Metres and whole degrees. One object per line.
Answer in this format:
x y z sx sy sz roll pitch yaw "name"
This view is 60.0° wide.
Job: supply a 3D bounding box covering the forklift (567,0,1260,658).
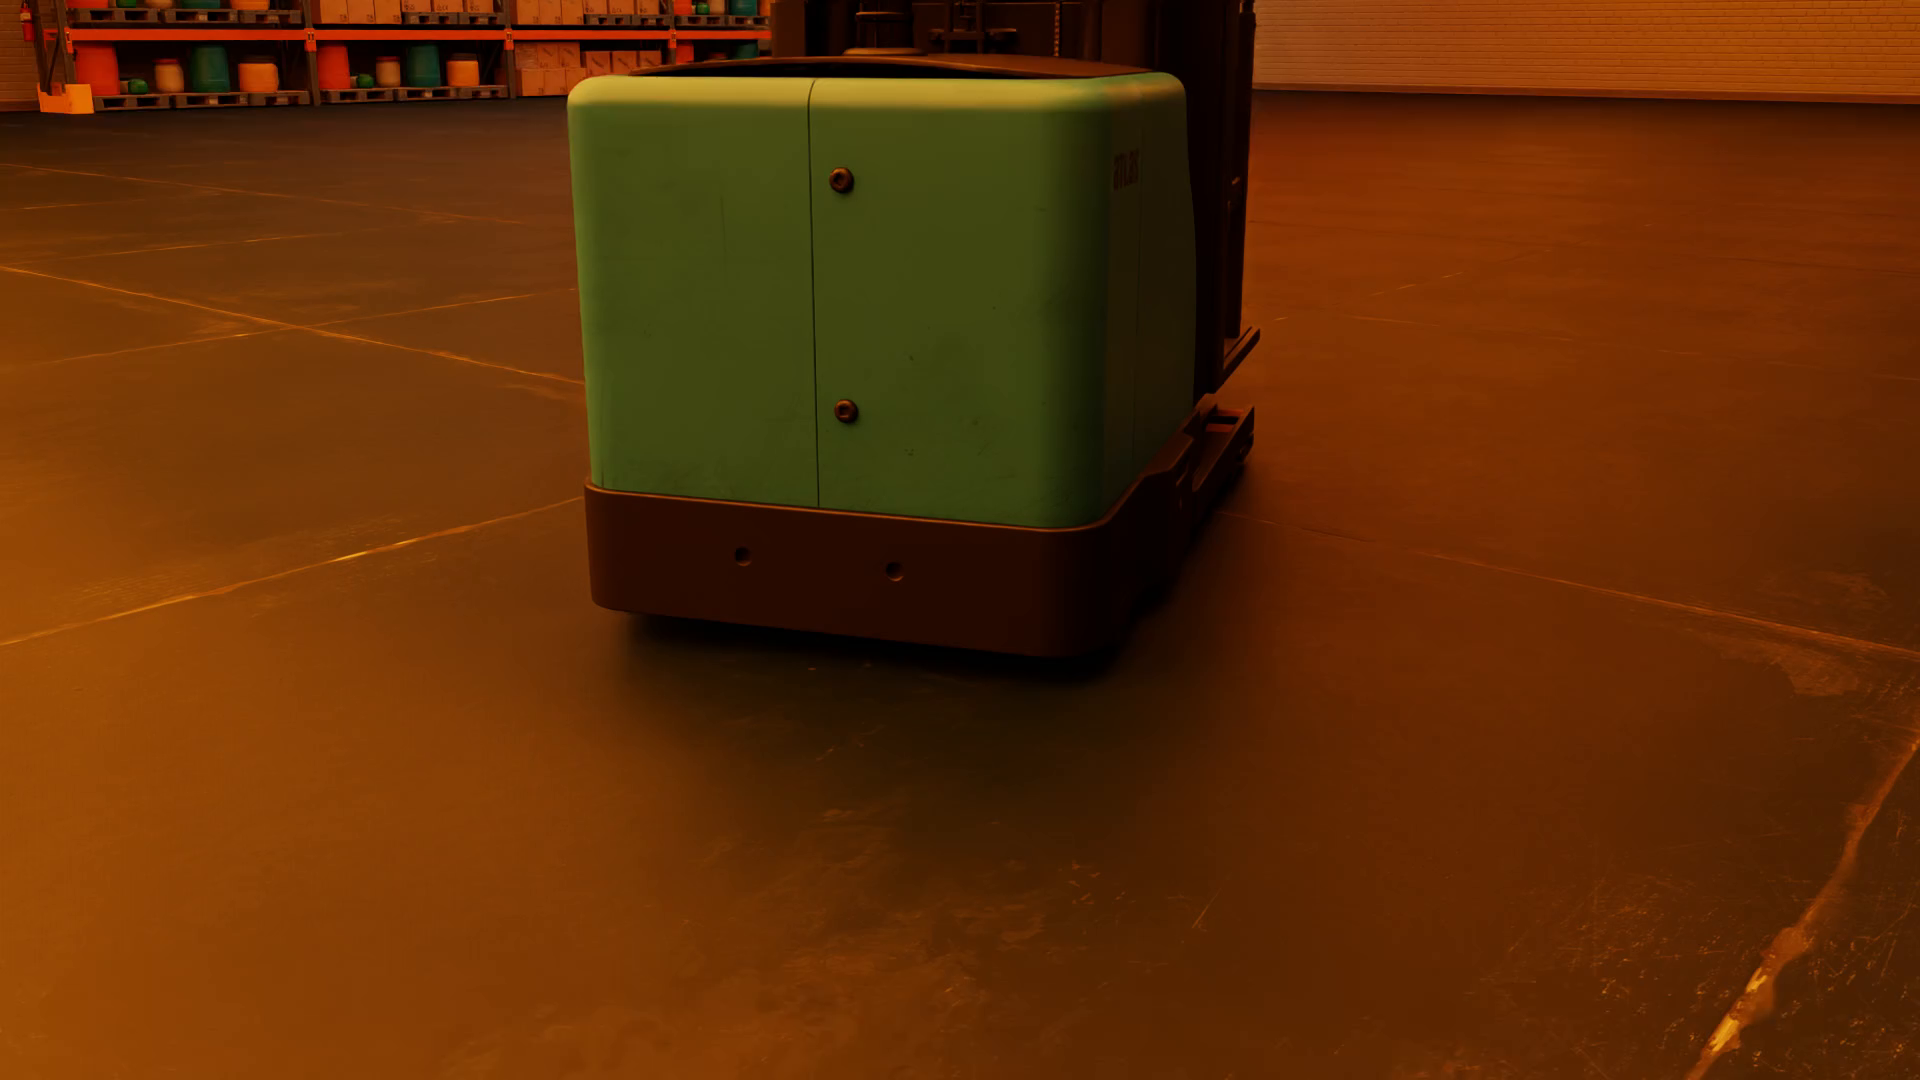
0.189 -1.578 4.095 1.130 2.935 3.031 5 18 17 "forklift"
